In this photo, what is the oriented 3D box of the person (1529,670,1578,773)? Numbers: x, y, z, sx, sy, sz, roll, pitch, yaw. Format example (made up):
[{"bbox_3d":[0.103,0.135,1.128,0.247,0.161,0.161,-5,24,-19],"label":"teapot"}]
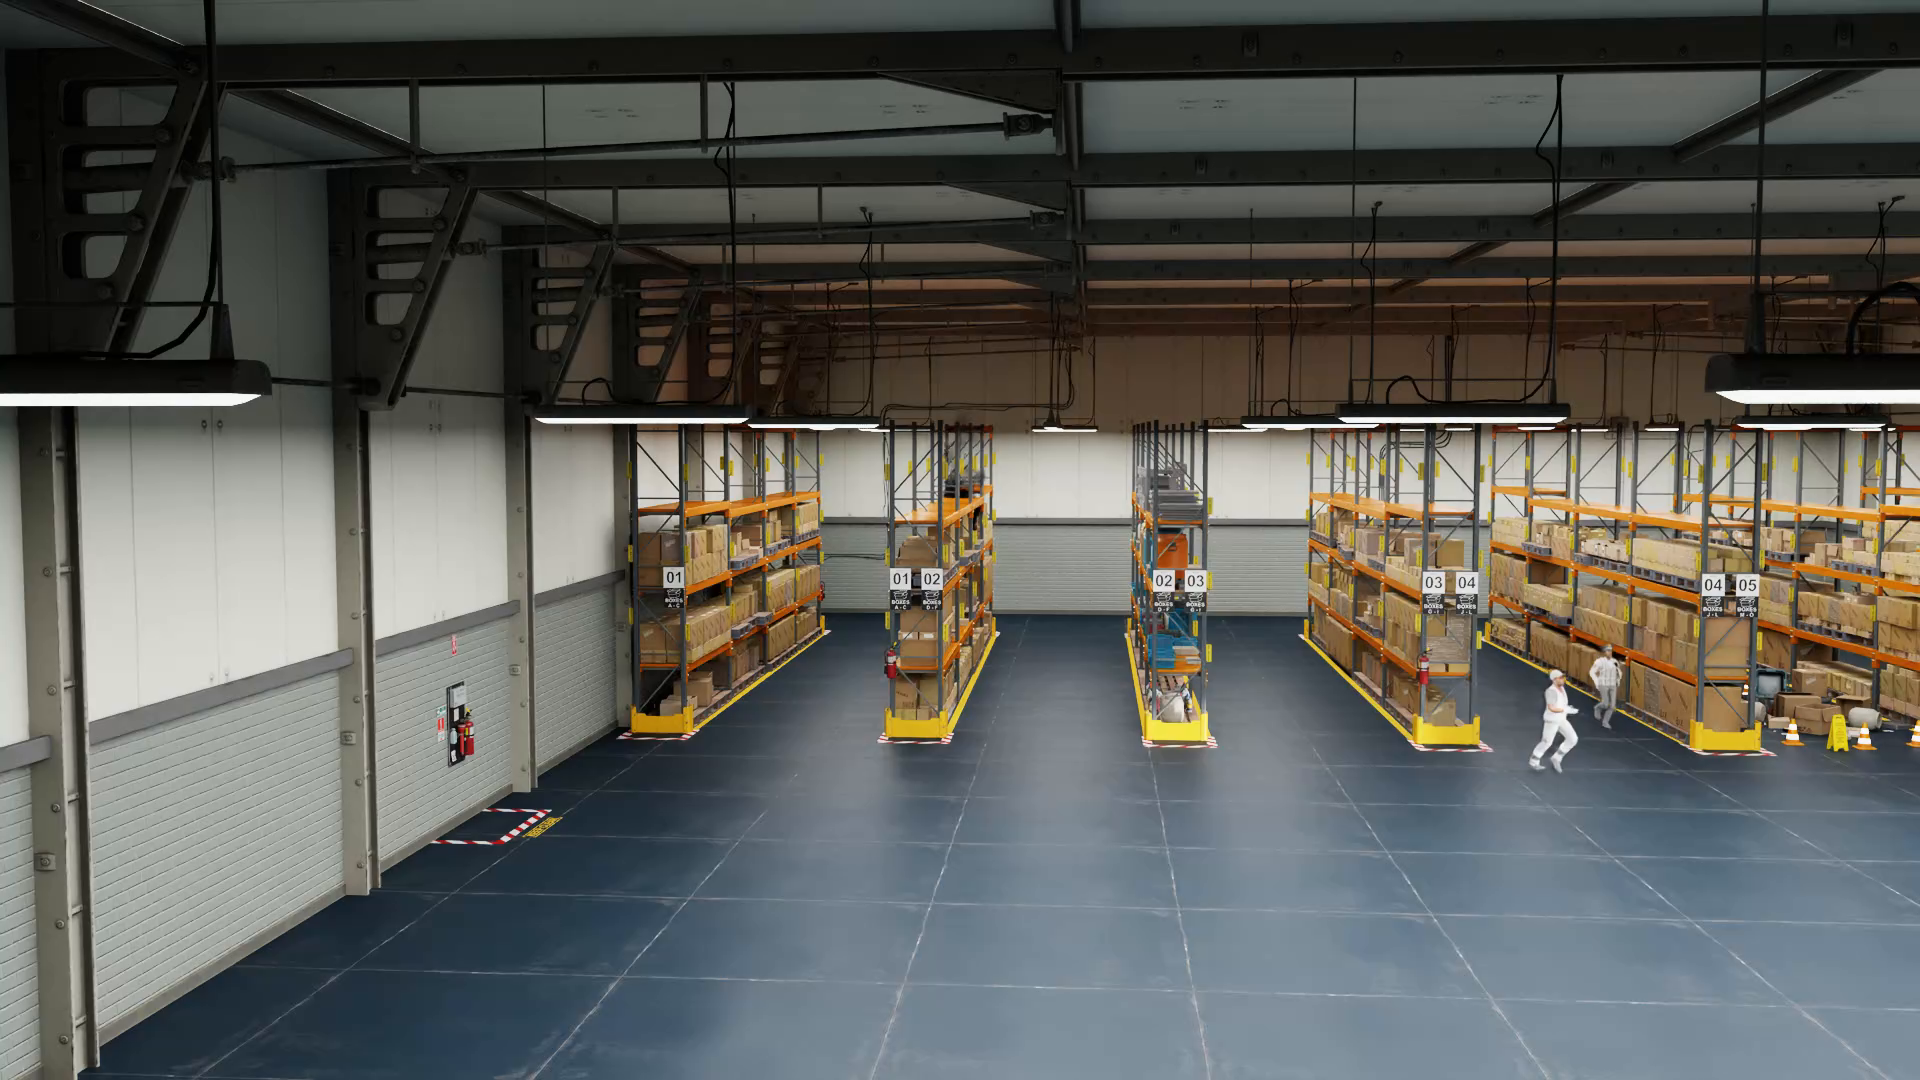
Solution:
[{"bbox_3d":[10.046,3.050,27.996,0.674,1.755,0.850,-3,5,-41],"label":"person"}]

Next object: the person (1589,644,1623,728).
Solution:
[{"bbox_3d":[12.645,2.844,32.491,0.604,1.650,0.552,0,4,-2],"label":"person"}]
